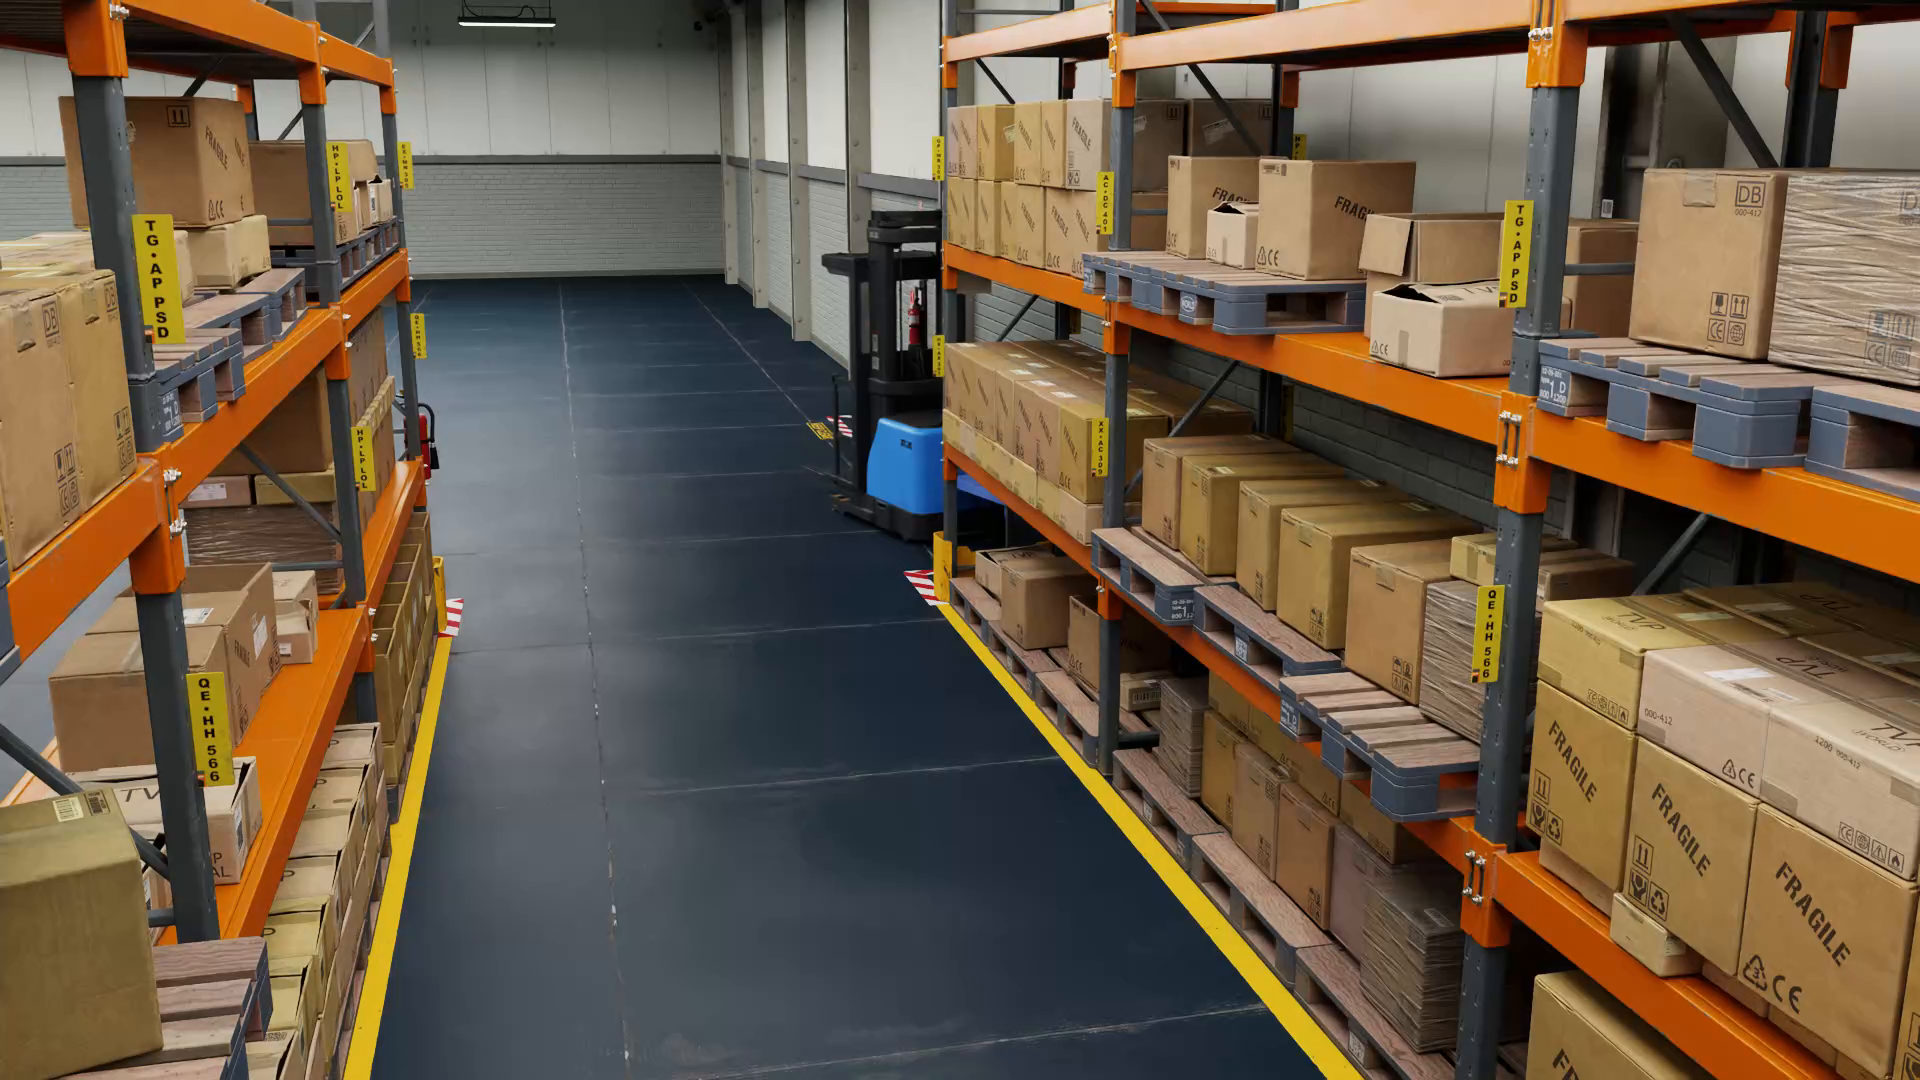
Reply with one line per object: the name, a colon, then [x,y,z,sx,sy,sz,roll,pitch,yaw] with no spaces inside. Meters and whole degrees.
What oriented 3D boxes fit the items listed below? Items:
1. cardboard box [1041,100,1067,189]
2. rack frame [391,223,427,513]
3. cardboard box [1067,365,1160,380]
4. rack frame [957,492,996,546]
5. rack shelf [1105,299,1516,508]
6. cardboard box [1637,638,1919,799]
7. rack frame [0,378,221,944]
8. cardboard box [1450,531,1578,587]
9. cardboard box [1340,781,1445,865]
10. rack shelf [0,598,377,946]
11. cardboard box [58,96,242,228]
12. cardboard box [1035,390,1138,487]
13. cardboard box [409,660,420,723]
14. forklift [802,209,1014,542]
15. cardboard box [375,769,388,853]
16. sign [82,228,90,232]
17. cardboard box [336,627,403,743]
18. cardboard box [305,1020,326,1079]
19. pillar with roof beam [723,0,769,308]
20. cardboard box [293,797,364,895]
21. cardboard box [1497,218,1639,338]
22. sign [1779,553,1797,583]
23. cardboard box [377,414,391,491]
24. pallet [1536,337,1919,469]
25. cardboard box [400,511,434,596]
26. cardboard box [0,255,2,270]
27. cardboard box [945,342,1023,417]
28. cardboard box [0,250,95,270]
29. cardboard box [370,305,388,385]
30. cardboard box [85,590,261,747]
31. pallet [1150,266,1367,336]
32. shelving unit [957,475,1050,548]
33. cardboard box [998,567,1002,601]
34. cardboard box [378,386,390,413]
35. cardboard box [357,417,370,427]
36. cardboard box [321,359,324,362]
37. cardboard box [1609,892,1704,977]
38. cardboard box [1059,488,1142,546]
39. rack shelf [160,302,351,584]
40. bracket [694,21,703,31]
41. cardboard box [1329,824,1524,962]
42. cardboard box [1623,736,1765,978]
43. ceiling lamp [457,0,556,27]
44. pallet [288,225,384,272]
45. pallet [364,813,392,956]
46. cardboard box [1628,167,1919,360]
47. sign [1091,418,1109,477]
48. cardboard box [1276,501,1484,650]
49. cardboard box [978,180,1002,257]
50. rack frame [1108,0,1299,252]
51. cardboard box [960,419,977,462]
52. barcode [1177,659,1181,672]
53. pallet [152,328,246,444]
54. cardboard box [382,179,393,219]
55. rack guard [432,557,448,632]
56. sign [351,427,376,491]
cardboard box: [0.783,-2.353,9.880,0.500,0.500,0.500,-3,14,-10]
rack frame: [-4.450,-0.770,12.083,1.000,3.000,0.127,-3,14,-13]
cardboard box: [1.034,-0.900,11.306,0.500,0.500,0.500,-3,14,-12]
rack frame: [0.100,-0.696,14.938,0.500,1.500,0.032,-8,16,-29]
rack shelf: [1.774,-0.771,7.280,1.077,0.370,4.000,-3,14,-13]
cardboard box: [2.226,0.474,4.529,0.500,0.250,0.500,-3,14,-14]
rack frame: [-2.571,1.075,4.529,1.000,3.000,0.127,-3,14,-13]
cardboard box: [2.043,0.069,6.141,0.380,0.149,0.250,-6,15,-23]
cardboard box: [1.951,1.136,7.039,0.500,0.250,0.500,-3,14,-12]
rack shelf: [-3.041,0.963,6.503,1.077,0.370,4.000,-3,14,-13]
cardboard box: [-3.247,-1.526,6.705,0.500,0.500,0.500,-2,14,-8]
cardboard box: [0.770,-0.632,10.212,0.500,0.500,0.500,-3,14,-14]
cardboard box: [-3.549,0.929,10.036,0.500,0.250,0.500,-3,14,-13]
forklift: [-0.648,-1.714,16.089,1.130,2.935,3.031,-7,16,-28]
cardboard box: [-3.131,1.364,8.257,0.500,0.250,0.500,-3,14,-14]
sign: [-4.049,-1.563,7.751,0.100,0.325,0.005,-3,14,-13]
cardboard box: [-3.315,0.795,9.003,0.500,0.500,0.500,-3,14,-13]
cardboard box: [-2.527,1.954,5.841,0.500,0.250,0.500,-4,14,-15]
pillar with roof beam: [-8.451,-9.145,33.721,9.100,9.000,0.548,-3,14,-13]
cardboard box: [-2.893,1.324,7.237,0.500,0.311,0.500,-3,14,-13]
cardboard box: [2.298,-0.896,6.025,0.500,0.500,0.500,-3,14,-13]
sign: [2.782,0.204,5.655,0.100,0.325,0.005,-3,14,-13]
cardboard box: [-4.224,-0.590,11.133,0.700,0.500,0.500,-3,14,-12]
pallet: [2.446,-0.422,4.733,1.213,0.211,1.003,-3,14,-11]
cardboard box: [-4.034,0.104,11.832,0.500,0.500,0.500,-3,14,-13]
cardboard box: [-2.474,-0.815,3.629,0.500,0.500,0.500,-3,14,-13]
cardboard box: [0.185,-1.222,12.624,0.500,0.500,0.500,-3,14,-13]
cardboard box: [-2.873,-0.735,5.047,0.500,0.250,0.500,-3,14,-12]
cardboard box: [-4.340,-1.329,11.423,0.700,0.500,0.500,-3,14,-13]
cardboard box: [-3.104,0.519,6.595,0.500,0.500,0.500,-3,14,-13]
pallet: [1.592,-1.103,7.520,1.213,0.211,1.003,-3,14,-13]
shelving unit: [0.355,-0.592,14.511,0.538,1.500,1.048,-8,16,-29]
cardboard box: [0.574,0.341,12.271,0.500,0.311,0.500,-2,14,-9]
cardboard box: [-4.052,-0.937,11.189,0.380,0.149,0.250,-3,14,-14]
cardboard box: [-3.752,-0.641,9.977,0.380,0.149,0.250,-3,14,-14]
cardboard box: [-3.740,-0.745,9.035,0.700,0.500,0.500,-3,14,-13]
cardboard box: [2.127,1.124,4.816,0.380,0.149,0.250,-3,14,-11]
cardboard box: [0.898,-0.154,9.833,0.500,0.250,0.500,-3,14,-13]
rack shelf: [-3.041,-0.494,6.147,1.077,0.370,4.000,-3,14,-13]
bracket: [-6.675,-13.140,42.490,0.235,0.232,0.430,-3,14,-13]
cardboard box: [2.016,1.510,7.088,0.700,0.500,0.500,-3,14,-13]
cardboard box: [2.223,0.843,4.599,0.500,0.500,0.500,-3,14,-11]
ceiling lamp: [-9.590,-12.437,34.896,2.000,3.185,0.800,-3,14,-13]
pallet: [-4.019,-1.738,9.910,1.003,0.211,1.213,-3,14,-13]
pallet: [-3.299,1.675,7.950,1.003,0.211,1.213,-3,14,-13]
cardboard box: [2.411,-0.815,4.806,0.700,0.500,0.500,-4,14,-18]
sign: [0.778,-0.513,9.206,0.100,0.325,0.005,-3,14,-13]
cardboard box: [1.809,0.142,7.211,0.700,0.500,0.500,-3,14,-13]
cardboard box: [0.417,-2.226,11.469,0.500,0.500,0.500,-3,14,-11]
rack frame: [1.304,-3.039,8.728,1.000,3.000,0.127,-3,14,-13]
cardboard box: [0.306,-0.735,12.212,0.500,0.250,0.500,-4,14,-15]
barcode: [1.396,0.799,10.588,0.001,0.075,0.075,-3,14,-13]
pallet: [-2.817,-0.442,4.816,1.213,0.211,1.003,-3,14,-11]
cardboard box: [-3.923,-2.176,10.651,0.500,0.250,0.500,-3,14,-13]
rack guard: [-4.455,0.438,12.402,1.175,0.500,0.348,-3,14,-13]
sign: [-2.985,-0.404,8.311,0.100,0.325,0.005,-3,14,-13]
